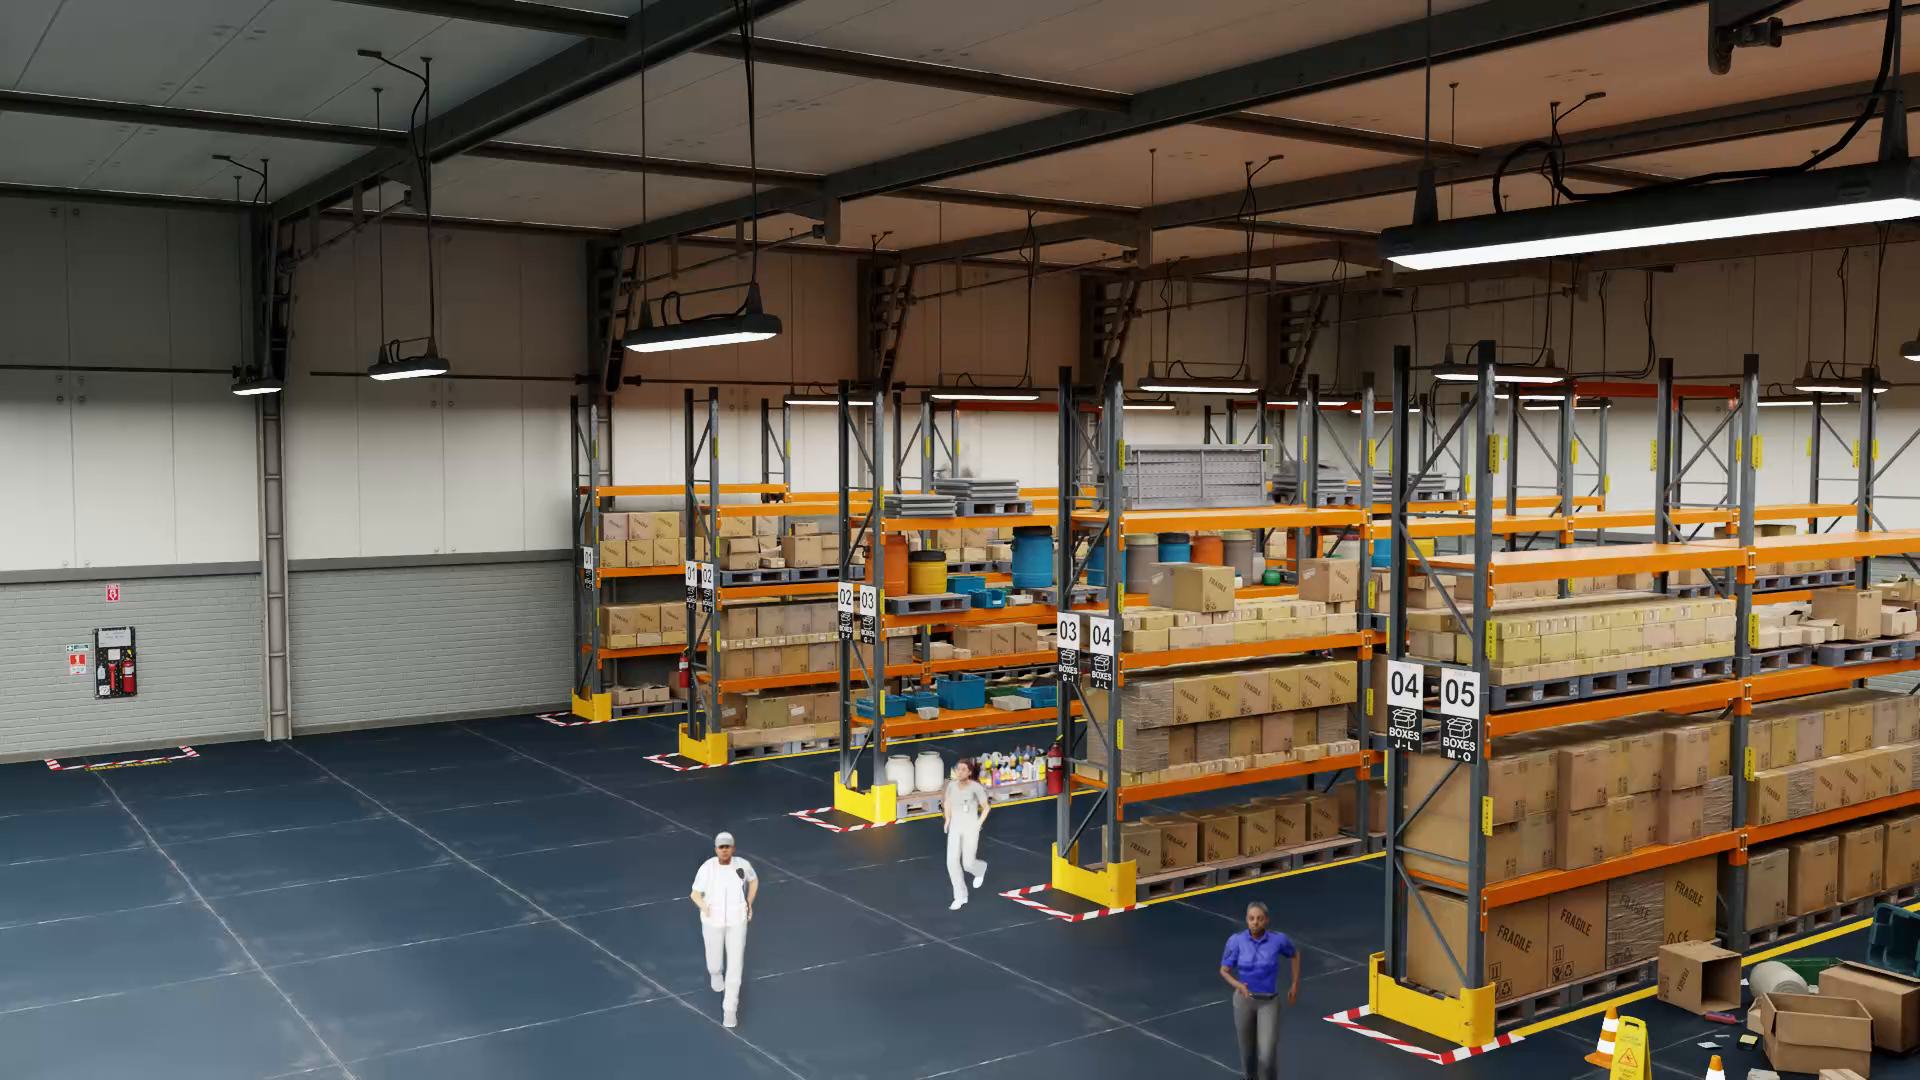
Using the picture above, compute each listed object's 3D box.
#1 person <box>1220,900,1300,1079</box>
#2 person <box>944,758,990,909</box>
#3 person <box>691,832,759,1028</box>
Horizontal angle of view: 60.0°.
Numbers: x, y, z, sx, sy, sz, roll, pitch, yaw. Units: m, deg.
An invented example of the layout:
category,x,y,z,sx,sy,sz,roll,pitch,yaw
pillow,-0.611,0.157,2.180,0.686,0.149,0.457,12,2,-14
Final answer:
category,x,y,z,sx,sy,sz,roll,pitch,yaw
person,2.276,3.599,12.655,0.584,1.735,0.746,1,4,15
person,0.078,3.248,18.599,0.565,1.616,0.740,1,4,22
person,-2.108,3.444,14.958,0.607,1.659,0.849,-1,3,-10
